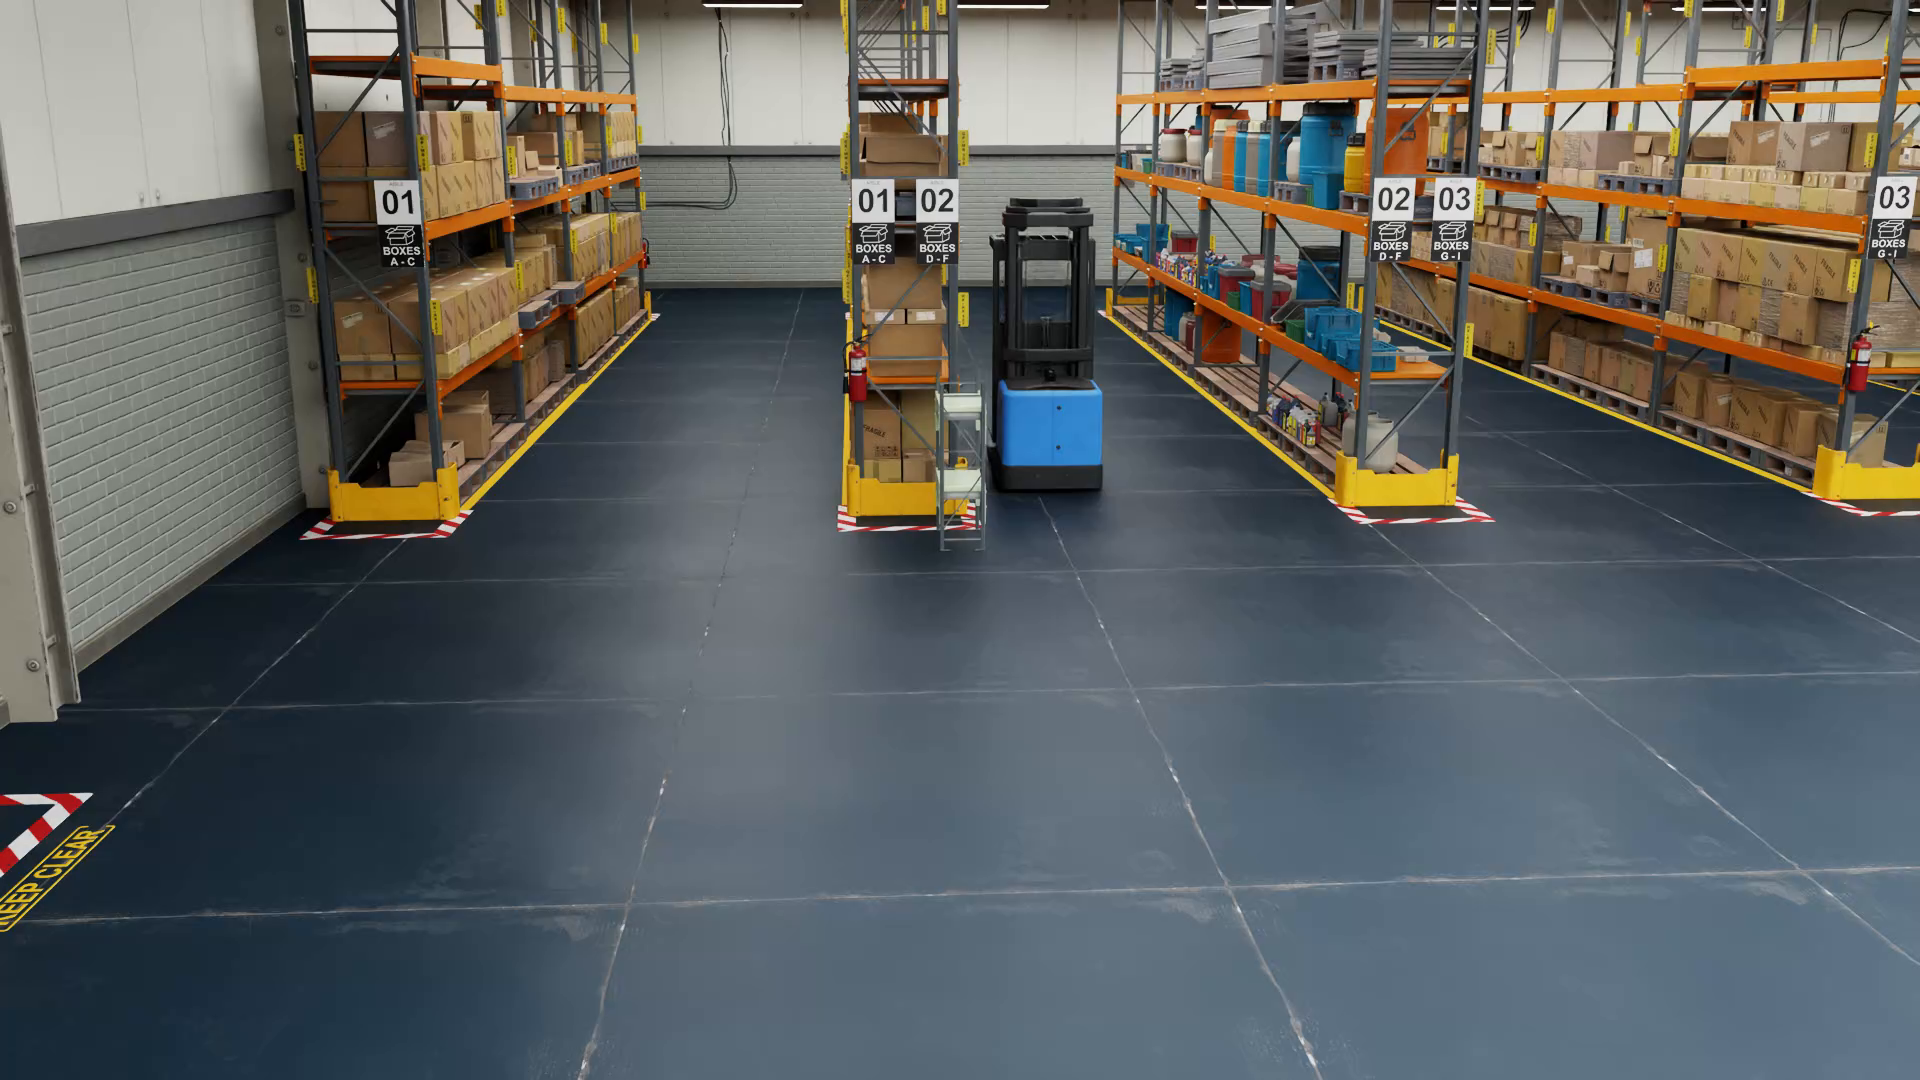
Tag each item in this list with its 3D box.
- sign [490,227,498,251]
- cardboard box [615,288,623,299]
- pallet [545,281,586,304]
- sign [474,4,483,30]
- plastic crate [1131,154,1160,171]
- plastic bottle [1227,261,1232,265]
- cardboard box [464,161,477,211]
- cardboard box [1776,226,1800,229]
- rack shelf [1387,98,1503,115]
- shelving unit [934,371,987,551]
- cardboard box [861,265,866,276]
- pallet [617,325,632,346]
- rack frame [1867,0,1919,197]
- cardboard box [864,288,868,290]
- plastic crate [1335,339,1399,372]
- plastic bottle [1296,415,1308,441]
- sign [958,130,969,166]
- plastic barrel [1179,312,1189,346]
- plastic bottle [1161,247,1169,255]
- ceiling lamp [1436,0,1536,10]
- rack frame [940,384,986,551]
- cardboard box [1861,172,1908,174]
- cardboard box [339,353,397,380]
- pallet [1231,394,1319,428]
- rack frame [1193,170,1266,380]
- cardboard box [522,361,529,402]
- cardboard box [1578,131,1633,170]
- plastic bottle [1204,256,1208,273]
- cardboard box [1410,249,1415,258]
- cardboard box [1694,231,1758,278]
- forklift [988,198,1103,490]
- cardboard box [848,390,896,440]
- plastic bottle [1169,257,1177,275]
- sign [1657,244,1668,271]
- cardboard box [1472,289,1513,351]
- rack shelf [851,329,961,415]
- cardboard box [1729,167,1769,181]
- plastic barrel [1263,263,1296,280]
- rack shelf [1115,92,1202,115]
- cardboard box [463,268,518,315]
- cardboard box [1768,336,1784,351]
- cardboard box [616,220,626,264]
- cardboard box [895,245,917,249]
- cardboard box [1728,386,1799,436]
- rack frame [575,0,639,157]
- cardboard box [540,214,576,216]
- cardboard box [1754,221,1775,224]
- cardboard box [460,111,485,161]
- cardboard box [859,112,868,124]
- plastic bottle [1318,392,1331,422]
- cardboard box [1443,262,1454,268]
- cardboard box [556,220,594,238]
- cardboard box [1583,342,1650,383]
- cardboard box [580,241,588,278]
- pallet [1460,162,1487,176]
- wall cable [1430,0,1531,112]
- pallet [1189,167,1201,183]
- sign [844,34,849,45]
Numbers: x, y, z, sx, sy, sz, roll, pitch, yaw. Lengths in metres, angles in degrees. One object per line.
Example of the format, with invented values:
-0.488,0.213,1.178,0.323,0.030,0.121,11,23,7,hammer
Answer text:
-6.515,-4.204,23.245,0.100,0.325,0.005,-1,14,-3,sign
-5.993,-4.230,28.541,0.380,0.149,0.250,0,14,-2,cardboard box
-5.811,-3.384,22.767,1.213,0.211,1.003,-1,14,-3,pallet
-6.515,-7.077,22.505,0.100,0.325,0.005,-1,14,-3,sign
3.260,-6.634,29.233,0.437,0.282,0.530,-1,14,-3,plastic crate
4.171,-4.172,25.704,0.097,0.271,0.097,0,14,0,plastic bottle
-5.325,-3.657,17.182,0.500,0.500,0.500,0,14,0,cardboard box
13.816,-5.134,27.652,0.380,0.149,0.250,-1,14,-5,cardboard box
8.498,-7.737,29.509,1.077,0.370,4.000,-1,14,-3,rack shelf
0.000,-0.725,15.057,0.431,1.500,0.755,-1,14,-3,shelving unit
-1.169,-4.136,24.264,0.700,0.500,0.500,-6,16,-22,cardboard box
-6.179,-3.487,28.379,1.003,0.211,1.213,-1,14,-3,pallet
9.365,-4.798,15.837,1.000,3.000,0.127,-1,14,-3,rack frame
-0.847,-2.643,17.998,0.380,0.149,0.250,-1,14,-4,cardboard box
4.092,-1.864,16.772,0.499,0.251,0.616,-1,14,-3,plastic crate
3.874,-1.257,18.700,0.152,0.276,0.135,-1,14,-5,plastic bottle
0.032,-3.662,15.529,0.100,0.325,0.005,-1,14,-3,sign
3.685,-3.345,26.382,0.421,0.512,0.421,0,14,0,plastic barrel
3.379,-4.674,27.494,0.144,0.351,0.185,-1,14,-3,plastic bottle
10.738,-12.310,33.322,2.000,3.185,0.800,-1,14,-3,ceiling lamp
0.023,-0.634,14.703,0.400,1.500,0.023,-1,14,-3,rack frame
9.575,-3.733,17.220,0.380,0.149,0.250,0,14,-1,cardboard box
-5.688,-1.713,16.149,0.500,0.250,0.500,-1,14,-3,cardboard box
4.087,-1.655,21.258,1.003,0.211,1.213,-1,14,-3,pallet
3.926,-3.805,24.020,1.000,3.000,0.127,-1,14,-3,rack frame
-5.858,-1.971,21.023,0.700,0.500,0.500,-1,14,-5,cardboard box
8.708,-5.253,22.423,0.500,0.500,0.500,-1,14,-5,cardboard box
3.956,-4.422,26.675,0.097,0.271,0.097,0,14,0,plastic bottle
8.212,-5.082,29.485,0.380,0.149,0.250,-1,14,-2,cardboard box
8.924,-3.324,19.343,0.500,0.500,0.500,-1,14,-3,cardboard box
0.884,-2.250,18.113,1.130,2.935,3.031,-1,14,-2,forklift
-0.929,-1.352,17.657,0.500,0.500,0.500,-1,14,-3,cardboard box
3.399,-4.331,26.312,0.152,0.276,0.135,-1,14,-3,plastic bottle
8.564,-3.438,20.270,0.100,0.325,0.005,-1,14,-3,sign
8.800,-3.450,26.060,1.225,0.875,0.875,-1,14,-3,cardboard box
-0.646,-1.889,18.016,1.077,0.370,4.000,-1,14,-3,rack shelf
8.898,-4.114,18.699,0.380,0.149,0.250,-1,14,-4,cardboard box
4.261,-3.408,22.202,0.433,0.535,0.433,0,14,0,plastic barrel
3.555,-7.661,29.212,1.077,0.370,4.000,-1,14,-3,rack shelf
-5.376,-2.845,19.044,0.500,0.500,0.500,-1,14,-4,cardboard box
9.048,-2.149,18.086,0.380,0.149,0.250,-1,14,-3,cardboard box
-6.267,-5.109,28.486,0.980,0.700,0.700,-1,14,-5,cardboard box
-0.612,-2.802,17.318,0.700,0.500,0.500,-1,14,-3,cardboard box
9.262,-1.484,19.172,0.500,0.500,0.500,-2,15,-8,cardboard box
-6.457,-8.547,30.411,1.000,3.000,0.127,-1,14,-3,rack frame
-6.441,-5.094,26.686,0.500,0.250,0.500,0,14,-2,cardboard box
13.794,-5.721,28.660,0.500,0.500,0.500,-1,14,-2,cardboard box
-5.325,-4.266,17.545,0.500,0.500,0.500,-1,14,-5,cardboard box
-1.334,-6.830,27.550,0.700,0.500,0.500,-1,14,-3,cardboard box
4.358,-1.583,19.815,0.144,0.351,0.185,-1,14,-3,plastic bottle
8.401,-4.807,27.711,0.500,0.500,0.500,-1,14,-3,cardboard box
-5.839,-4.719,25.230,0.500,0.250,0.500,-1,14,-5,cardboard box
9.020,-2.439,22.844,0.700,0.500,0.500,0,14,1,cardboard box
-5.759,-4.110,24.365,0.500,0.500,0.500,0,14,-2,cardboard box
8.728,-6.009,26.950,0.805,0.209,1.217,-1,15,-6,pallet
11.464,-11.794,36.574,2.277,5.999,0.120,-1,14,-3,wall cable
3.977,-5.358,24.415,1.003,0.211,1.213,-1,14,-3,pallet
-1.808,-8.117,26.704,0.100,0.325,0.005,-1,14,-3,sign
